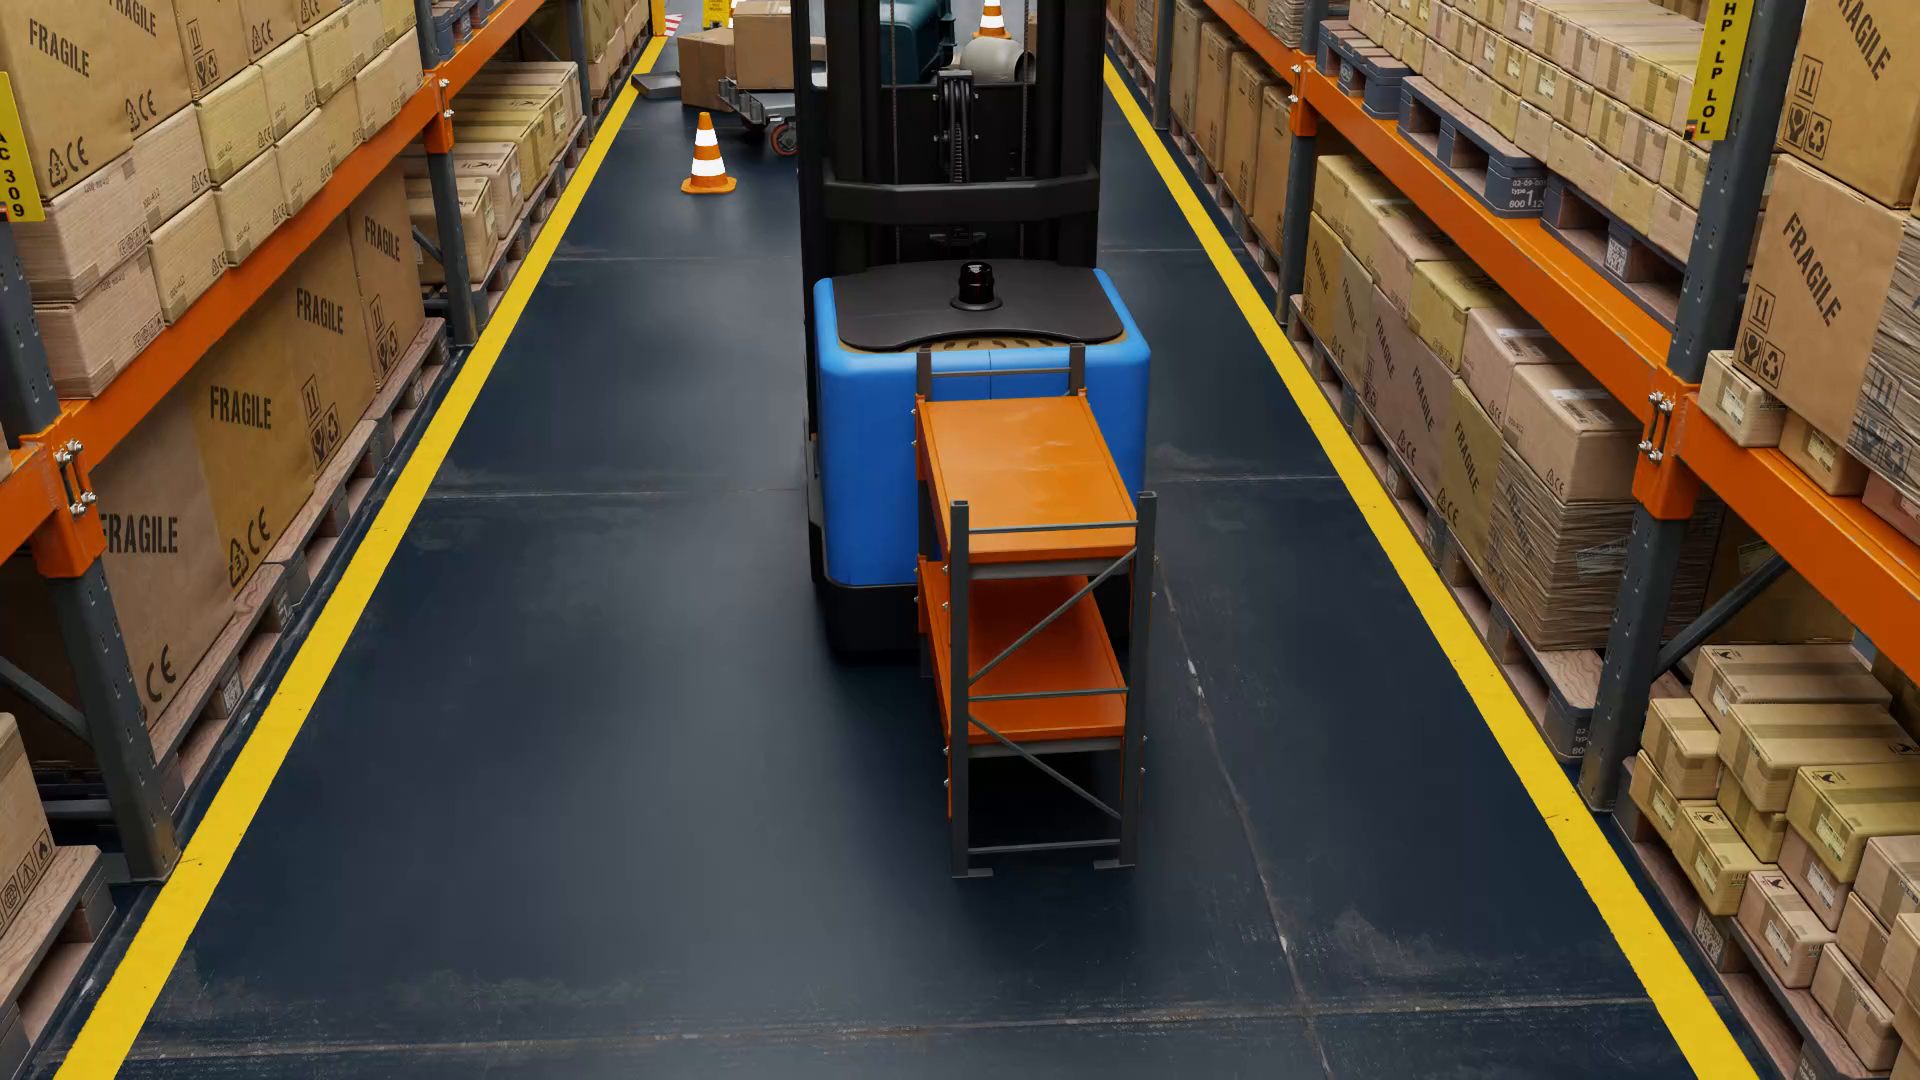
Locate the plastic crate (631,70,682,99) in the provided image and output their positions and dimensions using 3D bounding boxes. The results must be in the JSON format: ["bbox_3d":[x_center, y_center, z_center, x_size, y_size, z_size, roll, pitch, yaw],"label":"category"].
[{"bbox_3d":[-2.318,-3.564,12.997,0.402,0.080,0.583,-11,30,-20],"label":"plastic crate"}]

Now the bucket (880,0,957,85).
[{"bbox_3d":[-0.427,-3.510,11.632,0.726,0.611,0.620,8,39,15],"label":"bucket"}]

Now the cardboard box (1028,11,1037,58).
[{"bbox_3d":[0.777,-3.865,13.117,0.500,0.500,0.500,3,28,6],"label":"cardboard box"}]

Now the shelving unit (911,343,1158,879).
[{"bbox_3d":[0.174,0.165,4.717,0.538,1.125,1.048,-3,28,-5],"label":"shelving unit"}]

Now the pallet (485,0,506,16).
[{"bbox_3d":[-2.991,-3.095,9.147,1.003,0.211,1.213,-1,28,-3],"label":"pallet"}]

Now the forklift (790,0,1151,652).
[{"bbox_3d":[-0.067,-1.589,6.127,1.130,2.935,3.031,-3,28,-5],"label":"forklift"}]

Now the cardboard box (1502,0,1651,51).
[{"bbox_3d":[2.017,-1.707,5.453,0.380,0.149,0.250,-3,28,-5],"label":"cardboard box"}]

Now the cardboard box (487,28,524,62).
[{"bbox_3d":[-3.354,-3.680,11.771,0.500,0.500,0.500,-2,28,-3],"label":"cardboard box"}]

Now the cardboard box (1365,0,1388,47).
[{"bbox_3d":[1.927,-2.172,6.989,0.380,0.149,0.250,0,28,0],"label":"cardboard box"}]

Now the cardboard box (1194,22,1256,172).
[{"bbox_3d":[2.052,-2.739,10.236,1.050,0.750,0.750,-1,28,-3],"label":"cardboard box"}]

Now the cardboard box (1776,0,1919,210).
[{"bbox_3d":[2.081,-0.991,3.395,0.500,0.500,0.500,-1,28,-1],"label":"cardboard box"}]

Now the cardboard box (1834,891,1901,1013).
[{"bbox_3d":[2.163,0.887,3.613,0.380,0.149,0.250,-3,28,-5],"label":"cardboard box"}]

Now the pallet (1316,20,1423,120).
[{"bbox_3d":[2.235,-2.021,7.089,1.213,0.211,1.003,-1,28,-3],"label":"pallet"}]

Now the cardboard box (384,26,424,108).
[{"bbox_3d":[-2.561,-1.973,6.951,0.500,0.250,0.500,-2,28,-4],"label":"cardboard box"}]

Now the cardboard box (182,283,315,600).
[{"bbox_3d":[-2.805,-0.365,5.549,0.875,0.875,0.875,-1,28,-1],"label":"cardboard box"}]

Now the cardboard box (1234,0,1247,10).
[{"bbox_3d":[1.749,-3.140,8.918,0.500,0.500,0.500,-2,28,-4],"label":"cardboard box"}]

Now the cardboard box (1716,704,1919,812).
[{"bbox_3d":[2.067,0.521,3.992,0.380,0.149,0.250,0,28,0],"label":"cardboard box"}]

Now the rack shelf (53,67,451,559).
[{"bbox_3d":[-2.742,-1.024,5.748,1.077,0.370,4.000,-1,28,-3],"label":"rack shelf"}]

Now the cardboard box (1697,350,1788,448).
[{"bbox_3d":[1.989,-0.335,3.921,0.380,0.149,0.250,0,28,-1],"label":"cardboard box"}]

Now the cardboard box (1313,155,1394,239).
[{"bbox_3d":[1.886,-1.519,7.357,0.500,0.250,0.500,-3,28,-5],"label":"cardboard box"}]

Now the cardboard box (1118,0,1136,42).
[{"bbox_3d":[1.823,-4.654,13.772,0.875,0.875,0.875,-2,28,-3],"label":"cardboard box"}]

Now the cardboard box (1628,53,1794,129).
[{"bbox_3d":[2.070,-1.229,4.537,0.380,0.149,0.250,-2,28,-4],"label":"cardboard box"}]

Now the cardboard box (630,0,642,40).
[{"bbox_3d":[-2.934,-4.322,13.812,0.500,0.250,0.500,-1,28,-2],"label":"cardboard box"}]

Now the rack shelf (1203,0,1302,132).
[{"bbox_3d":[1.987,-3.037,9.608,1.077,0.370,4.000,-1,28,-3],"label":"rack shelf"}]

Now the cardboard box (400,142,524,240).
[{"bbox_3d":[-2.912,-1.889,9.016,0.950,0.372,0.625,-2,28,-4],"label":"cardboard box"}]

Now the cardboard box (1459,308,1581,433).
[{"bbox_3d":[1.996,-0.571,5.540,0.500,0.250,0.500,0,28,0],"label":"cardboard box"}]

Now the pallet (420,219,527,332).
[{"bbox_3d":[-2.886,-1.391,8.689,1.003,0.211,1.213,-1,28,-3],"label":"pallet"}]

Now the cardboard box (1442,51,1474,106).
[{"bbox_3d":[1.985,-1.684,6.052,0.380,0.149,0.250,-1,28,-2],"label":"cardboard box"}]

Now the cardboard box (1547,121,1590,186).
[{"bbox_3d":[2.044,-1.190,5.105,0.380,0.149,0.250,-3,28,-5],"label":"cardboard box"}]

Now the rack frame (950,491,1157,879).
[{"bbox_3d":[0.227,0.399,4.269,0.500,1.125,0.032,-3,28,-5],"label":"rack frame"}]

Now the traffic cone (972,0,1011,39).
[{"bbox_3d":[0.284,-4.723,14.805,0.336,0.463,0.334,-1,28,-3],"label":"traffic cone"}]

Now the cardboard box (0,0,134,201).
[{"bbox_3d":[-2.373,-1.117,3.959,0.500,0.500,0.500,-1,28,-2],"label":"cardboard box"}]

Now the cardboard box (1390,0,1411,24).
[{"bbox_3d":[1.950,-2.163,6.649,0.380,0.149,0.250,-2,28,-4],"label":"cardboard box"}]

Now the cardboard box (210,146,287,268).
[{"bbox_3d":[-2.436,-1.038,5.159,0.500,0.250,0.500,-2,28,-3],"label":"cardboard box"}]

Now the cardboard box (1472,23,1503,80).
[{"bbox_3d":[2.003,-1.692,5.747,0.380,0.149,0.250,0,28,-1],"label":"cardboard box"}]

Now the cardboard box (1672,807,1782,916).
[{"bbox_3d":[2.013,0.791,4.118,0.380,0.149,0.250,-1,28,-1],"label":"cardboard box"}]

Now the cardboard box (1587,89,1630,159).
[{"bbox_3d":[2.058,-1.207,4.817,0.380,0.149,0.250,0,28,0],"label":"cardboard box"}]

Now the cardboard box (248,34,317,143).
[{"bbox_3d":[-2.462,-1.492,5.488,0.500,0.250,0.500,-2,28,-4],"label":"cardboard box"}]

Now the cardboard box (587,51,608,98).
[{"bbox_3d":[-2.816,-3.360,11.968,0.500,0.250,0.500,-3,28,-5],"label":"cardboard box"}]

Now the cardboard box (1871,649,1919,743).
[{"bbox_3d":[2.579,0.387,4.251,0.380,0.149,0.250,-1,28,-1],"label":"cardboard box"}]

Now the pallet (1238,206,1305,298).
[{"bbox_3d":[2.126,-1.562,9.017,1.003,0.211,1.213,-1,28,-3],"label":"pallet"}]

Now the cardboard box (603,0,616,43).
[{"bbox_3d":[-2.856,-3.939,12.268,0.500,0.500,0.500,0,28,-1],"label":"cardboard box"}]

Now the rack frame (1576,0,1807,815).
[{"bbox_3d":[2.300,-0.586,4.129,1.000,3.000,0.127,-1,28,-3],"label":"rack frame"}]

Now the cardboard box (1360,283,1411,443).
[{"bbox_3d":[1.935,-0.709,6.614,0.500,0.500,0.500,-2,28,-4],"label":"cardboard box"}]

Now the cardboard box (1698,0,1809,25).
[{"bbox_3d":[2.671,-1.714,5.467,0.380,0.149,0.250,0,28,-1],"label":"cardboard box"}]

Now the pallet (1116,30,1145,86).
[{"bbox_3d":[1.854,-3.961,13.617,1.003,0.211,1.213,-1,28,-3],"label":"pallet"}]

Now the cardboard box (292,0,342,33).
[{"bbox_3d":[-2.504,-2.056,5.758,0.500,0.500,0.500,-1,28,-3],"label":"cardboard box"}]

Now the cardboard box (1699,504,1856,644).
[{"bbox_3d":[2.527,-0.011,5.277,0.500,0.500,0.500,0,28,-1],"label":"cardboard box"}]

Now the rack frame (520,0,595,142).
[{"bbox_3d":[-3.055,-4.114,10.894,1.000,3.000,0.127,-1,28,-3],"label":"rack frame"}]

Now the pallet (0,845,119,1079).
[{"bbox_3d":[-2.676,1.170,3.778,1.003,0.211,1.213,-1,28,-3],"label":"pallet"}]
